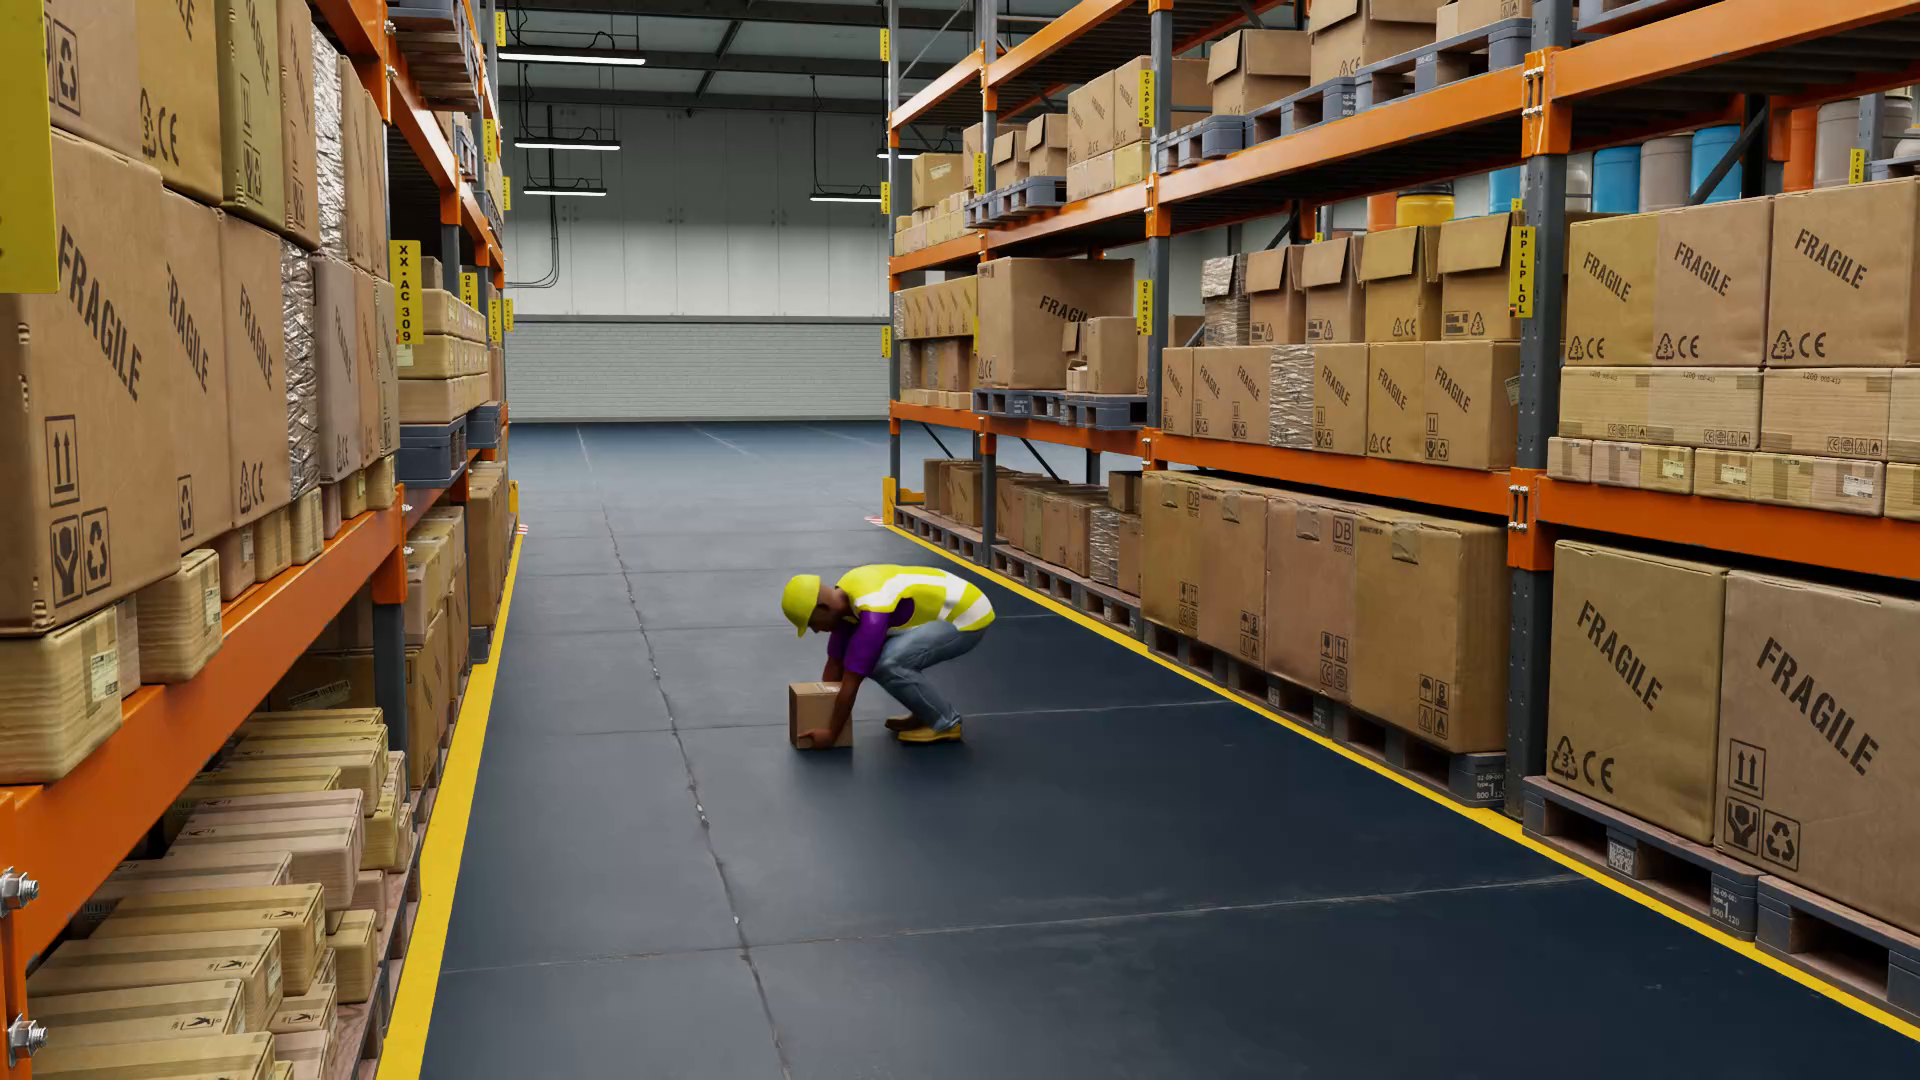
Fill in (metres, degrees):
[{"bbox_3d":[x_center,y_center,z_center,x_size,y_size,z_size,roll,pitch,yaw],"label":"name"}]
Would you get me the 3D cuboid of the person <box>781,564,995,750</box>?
[{"bbox_3d":[-0.328,0.523,7.577,0.974,0.821,0.522,-2,6,-15],"label":"person"}]
